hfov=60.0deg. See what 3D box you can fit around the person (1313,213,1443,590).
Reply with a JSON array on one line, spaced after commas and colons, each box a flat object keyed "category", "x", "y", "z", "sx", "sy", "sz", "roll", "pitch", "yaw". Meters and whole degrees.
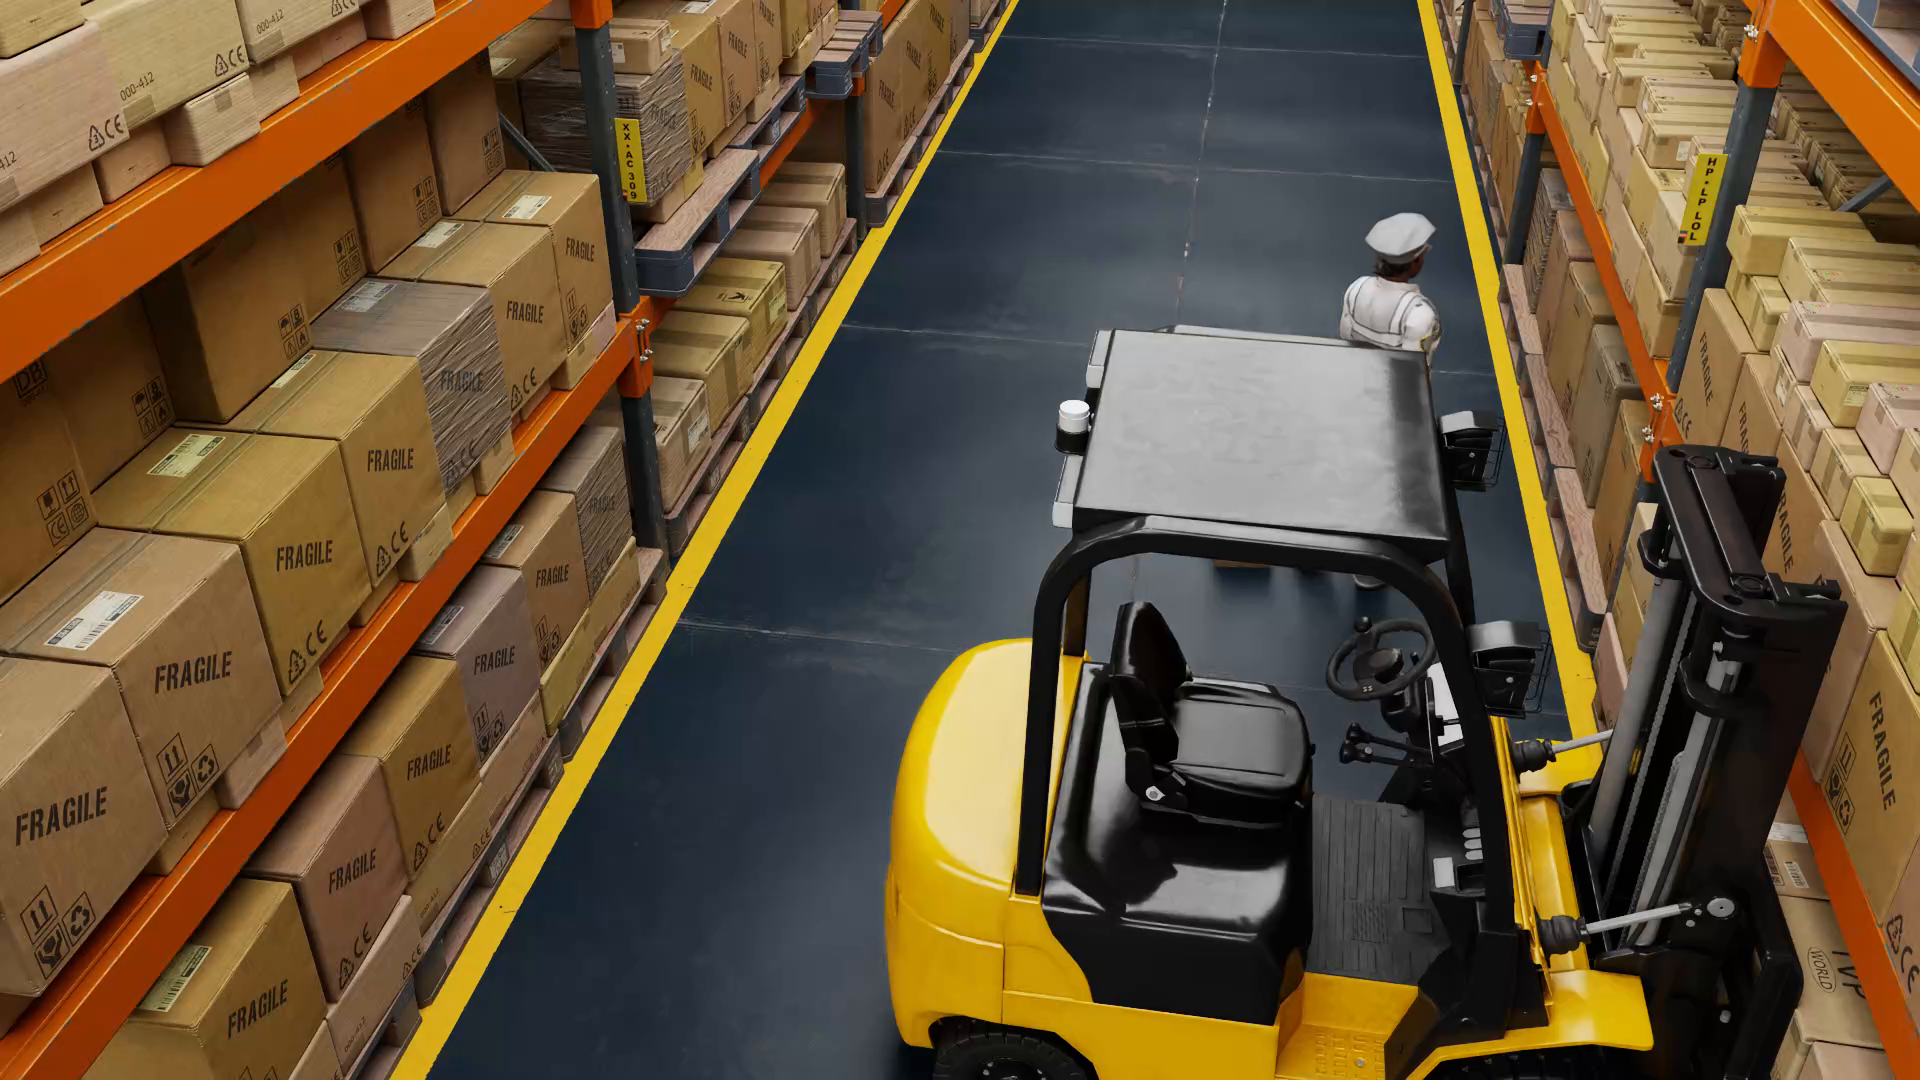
[{"category": "person", "x": 1.786, "y": -0.516, "z": 7.007, "sx": 0.392, "sy": 1.785, "sz": 0.455, "roll": -22, "pitch": 39, "yaw": -30}]
